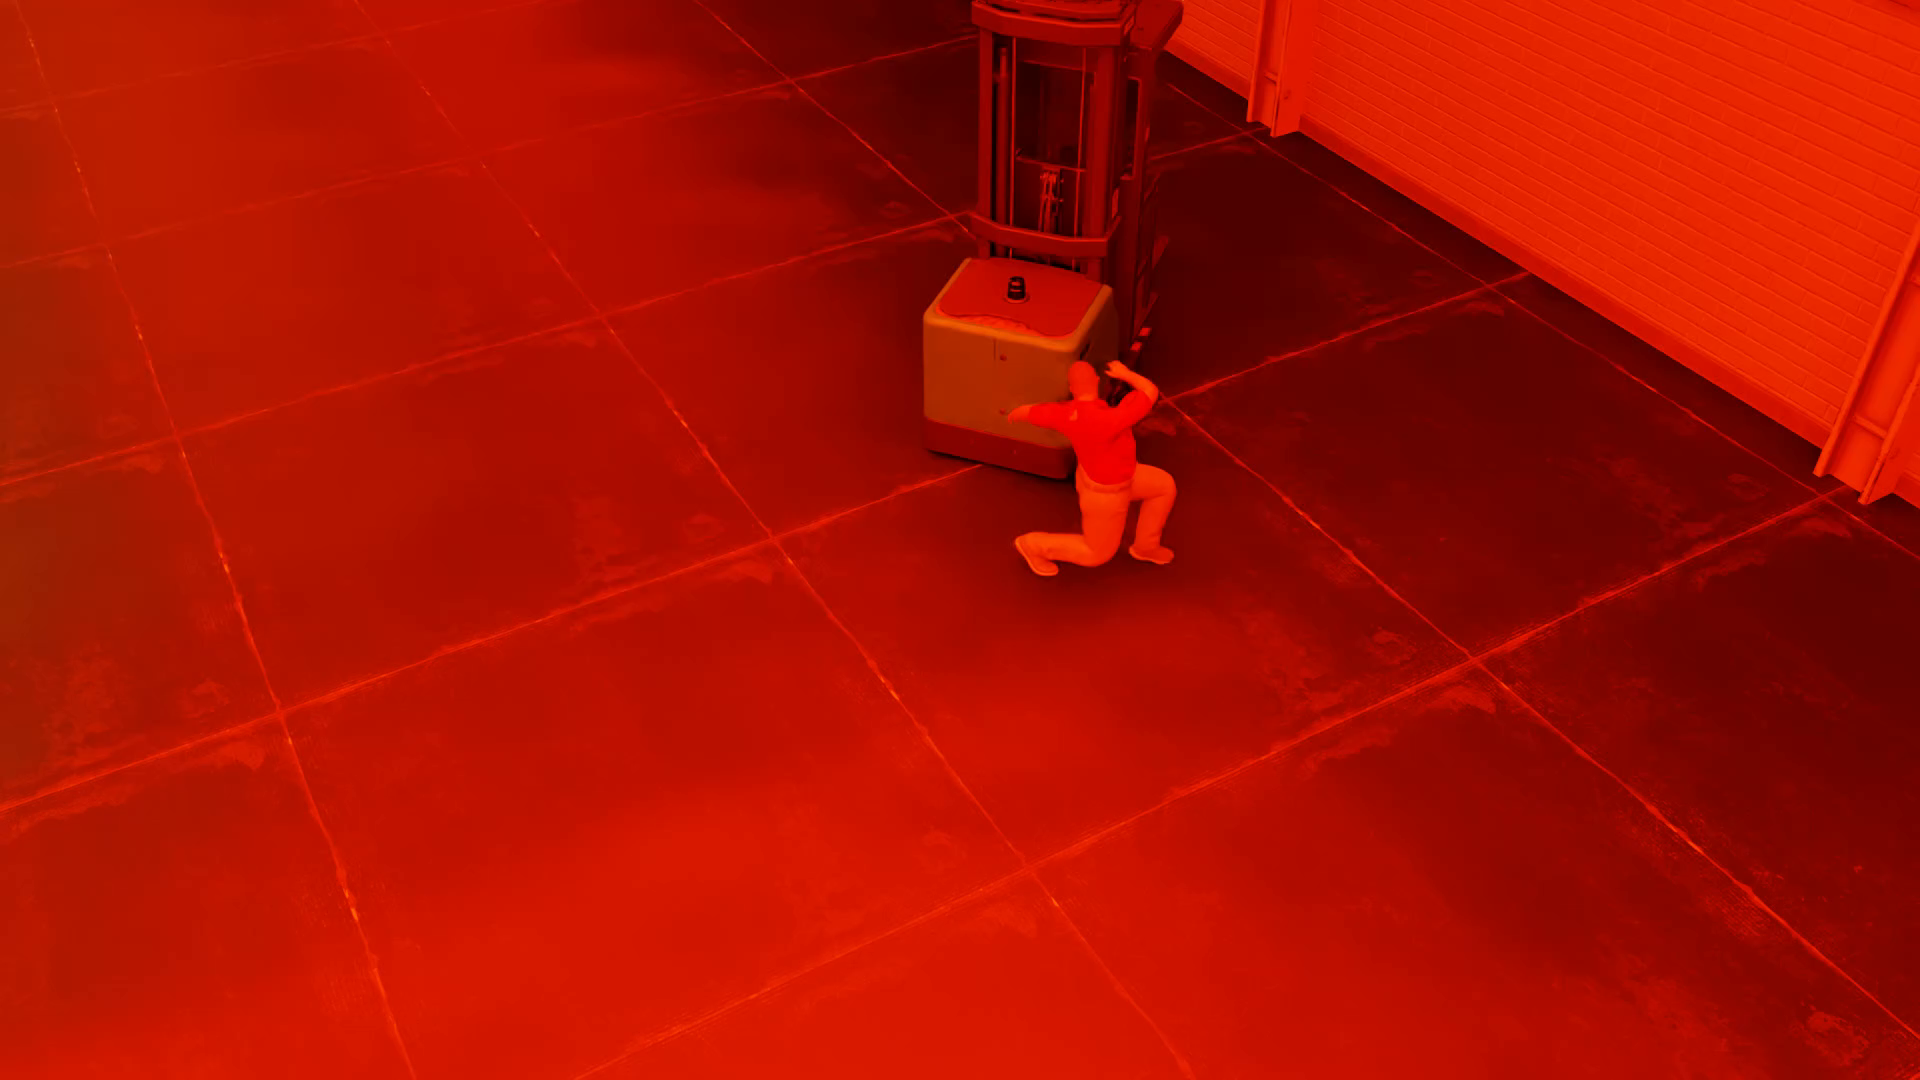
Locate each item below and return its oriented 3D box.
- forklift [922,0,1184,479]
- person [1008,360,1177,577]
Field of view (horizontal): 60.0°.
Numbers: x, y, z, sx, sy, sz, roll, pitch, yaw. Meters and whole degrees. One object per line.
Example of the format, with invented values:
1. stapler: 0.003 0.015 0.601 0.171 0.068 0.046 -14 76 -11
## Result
1. forklift: 0.756 -2.467 11.010 1.130 2.935 3.031 14 42 16
2. person: 0.790 -0.512 9.842 0.985 1.457 0.898 -8 40 -9
